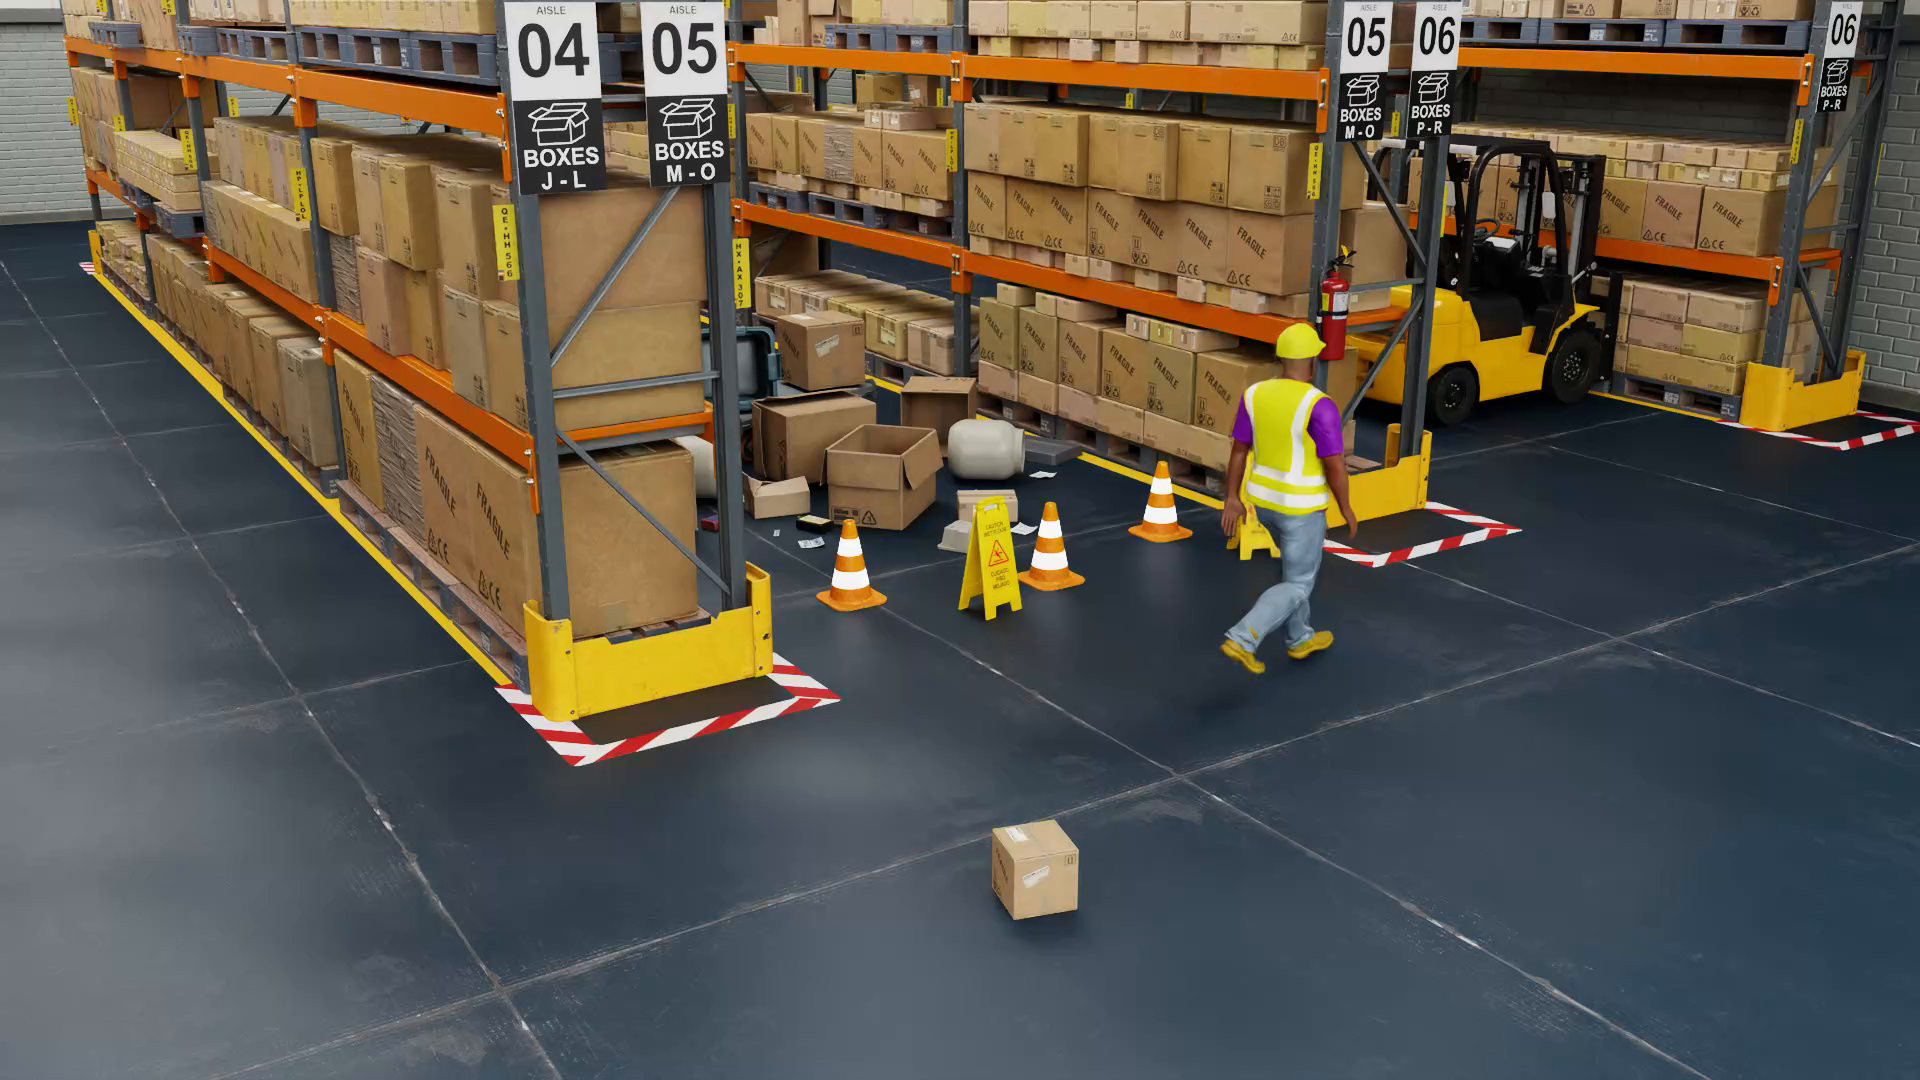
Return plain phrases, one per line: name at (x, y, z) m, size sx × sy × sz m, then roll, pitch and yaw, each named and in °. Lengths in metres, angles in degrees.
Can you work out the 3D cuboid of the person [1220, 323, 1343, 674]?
person at (1.575, -0.181, 8.067) m, size 0.938 × 1.730 × 0.579 m, roll -13°, pitch 22°, yaw -35°
